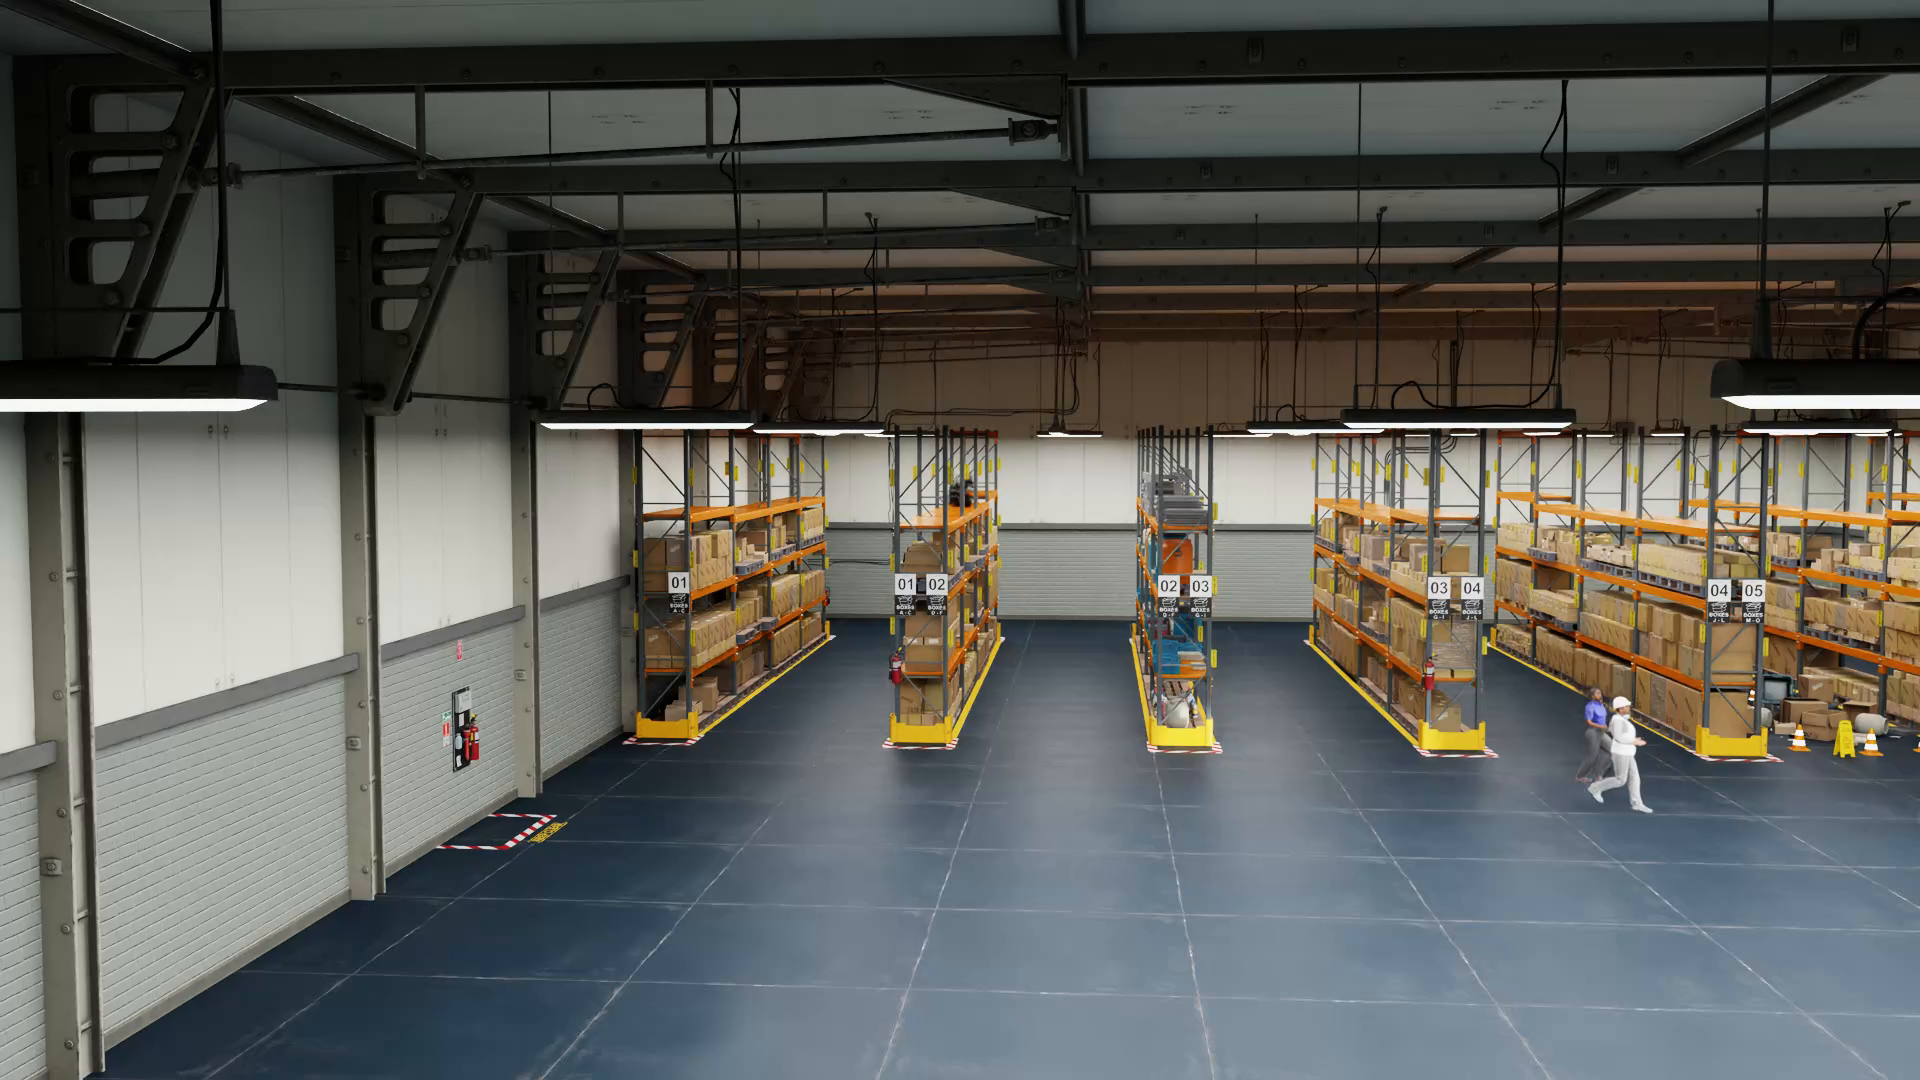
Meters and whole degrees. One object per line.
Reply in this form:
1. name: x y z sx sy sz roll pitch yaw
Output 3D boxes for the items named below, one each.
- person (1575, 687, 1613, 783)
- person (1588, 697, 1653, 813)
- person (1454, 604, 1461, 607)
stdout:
1. person: 10.556 3.256 27.558 0.581 1.651 0.656 -3 4 -39
2. person: 10.189 3.293 25.616 0.935 1.770 0.661 2 4 30
3. person: 13.521 2.170 45.865 0.742 1.632 0.716 2 4 29
